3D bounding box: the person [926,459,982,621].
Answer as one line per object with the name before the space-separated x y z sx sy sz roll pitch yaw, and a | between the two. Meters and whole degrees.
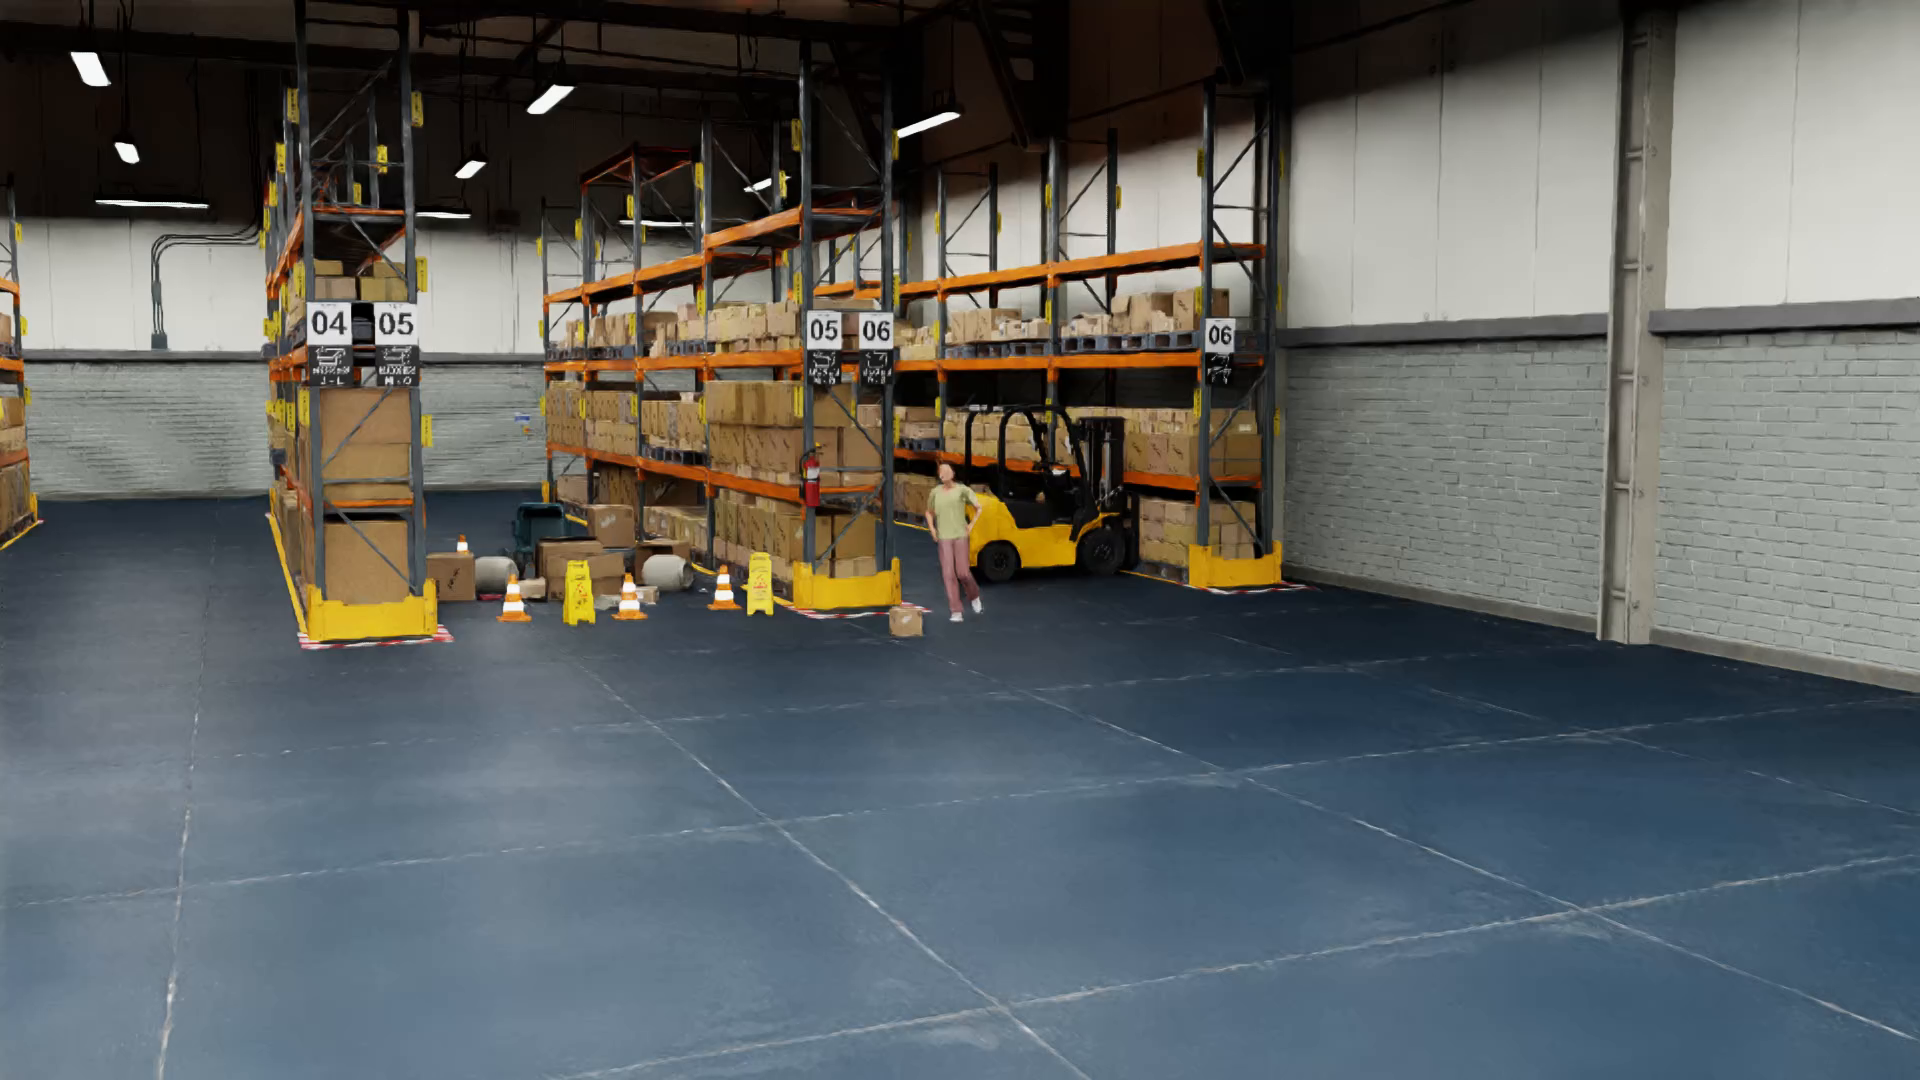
person | -0.088 -0.008 17.121 0.600 1.644 0.712 2 6 16
